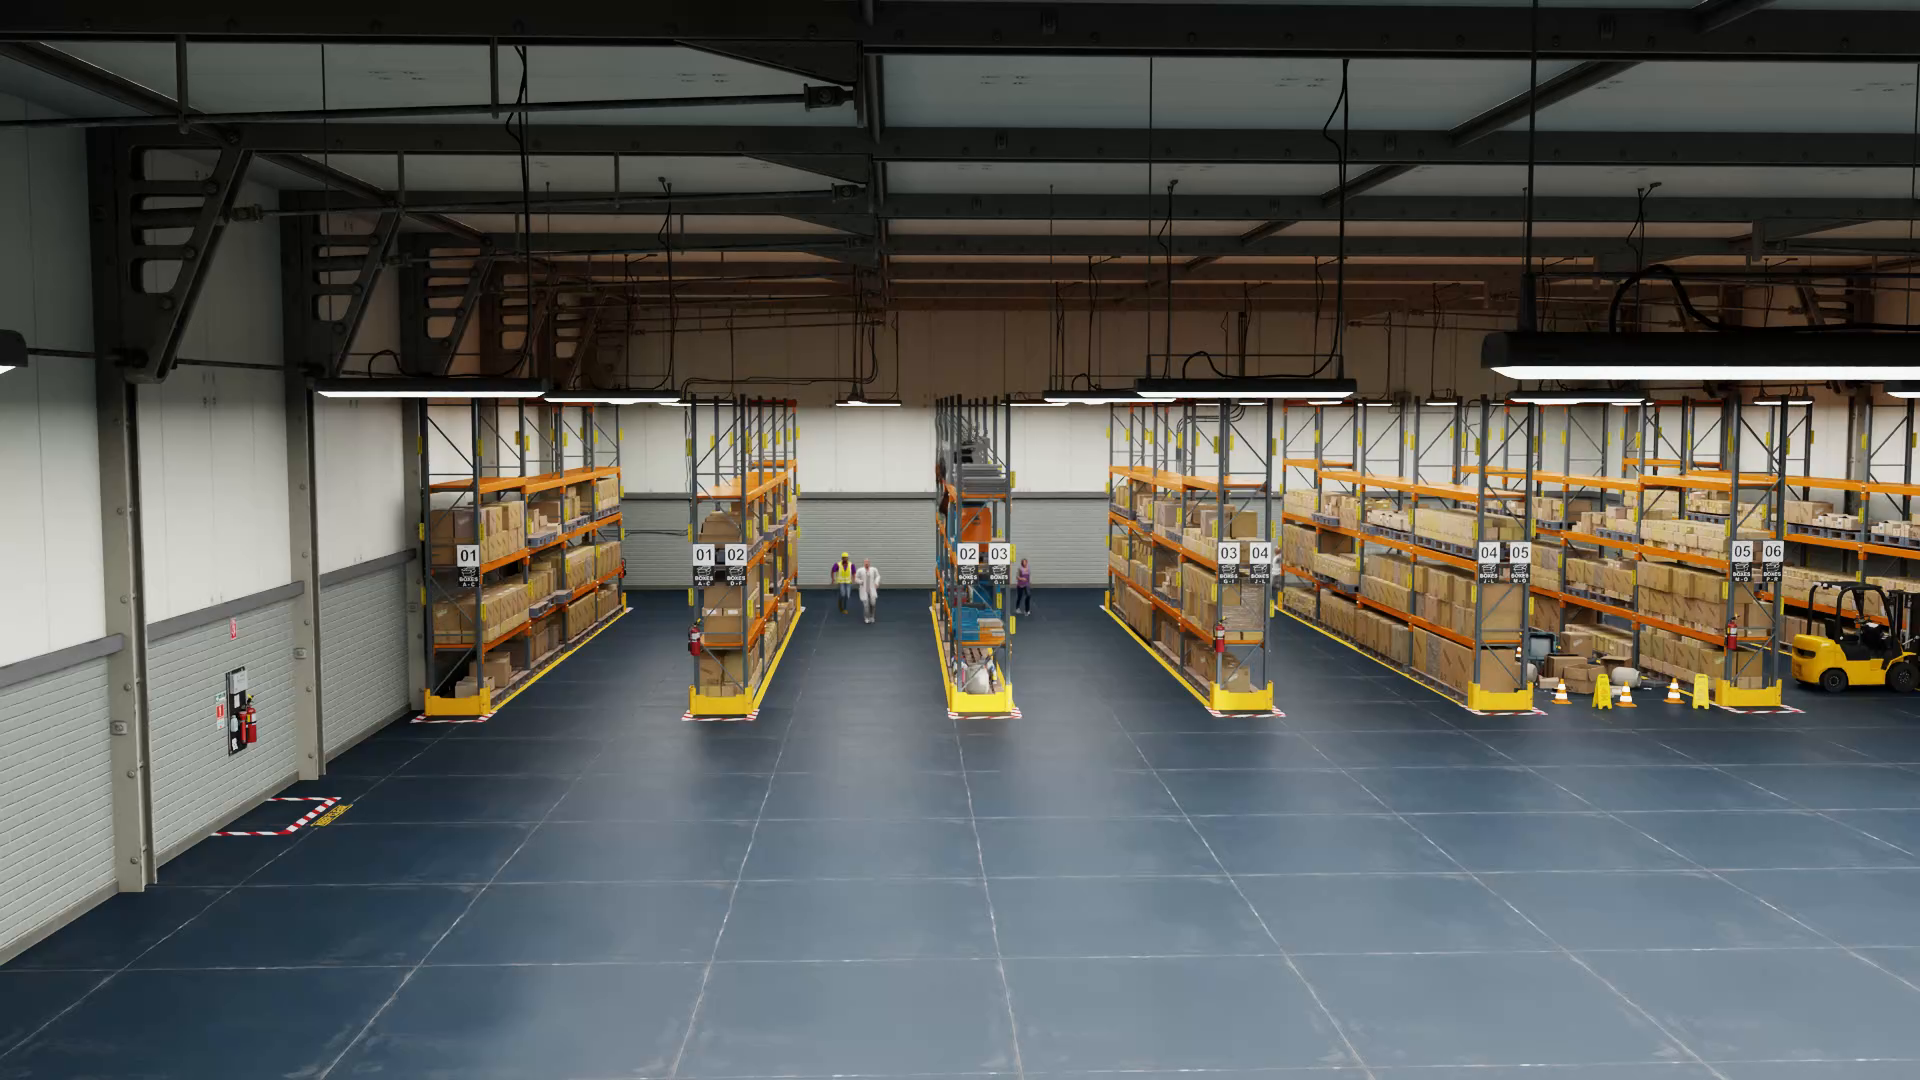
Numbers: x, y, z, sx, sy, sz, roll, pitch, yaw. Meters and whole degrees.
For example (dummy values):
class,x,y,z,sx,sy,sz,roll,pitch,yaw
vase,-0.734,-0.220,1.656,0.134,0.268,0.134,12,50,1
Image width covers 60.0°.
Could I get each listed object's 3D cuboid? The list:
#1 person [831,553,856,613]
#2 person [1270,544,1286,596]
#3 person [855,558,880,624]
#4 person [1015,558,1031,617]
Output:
class,x,y,z,sx,sy,sz,roll,pitch,yaw
person,-3.222,1.209,46.431,0.689,1.719,0.651,-1,5,-17
person,9.256,0.998,48.866,0.909,1.748,0.746,0,5,5
person,-2.450,1.363,44.276,0.682,1.765,0.704,-1,5,-8
person,1.748,1.307,46.133,0.471,1.632,0.821,-1,5,-17
